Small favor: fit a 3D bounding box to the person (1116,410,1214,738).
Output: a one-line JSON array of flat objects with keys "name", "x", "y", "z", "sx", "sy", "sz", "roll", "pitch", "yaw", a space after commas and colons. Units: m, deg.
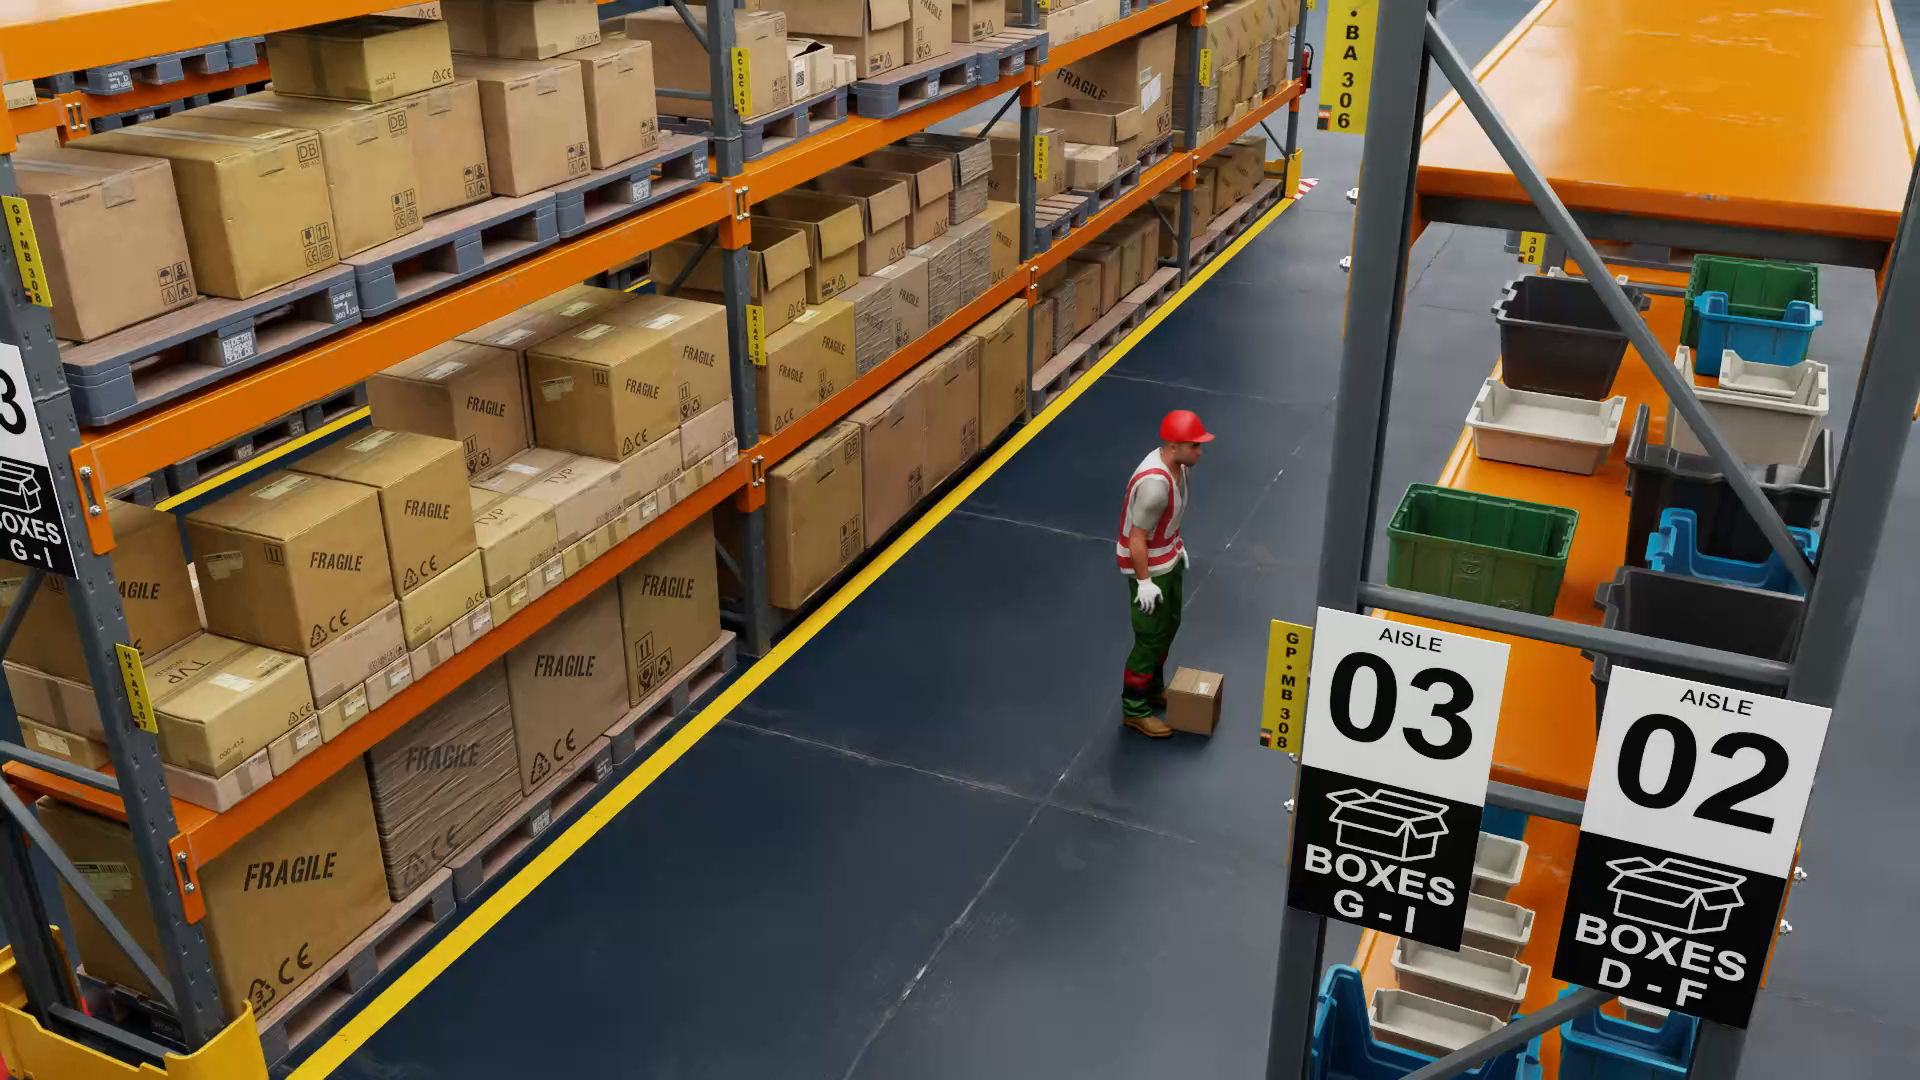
[{"name": "person", "x": 1.062, "y": 0.150, "z": 8.786, "sx": 0.453, "sy": 1.778, "sz": 0.604, "roll": 11, "pitch": 28, "yaw": 22}]
